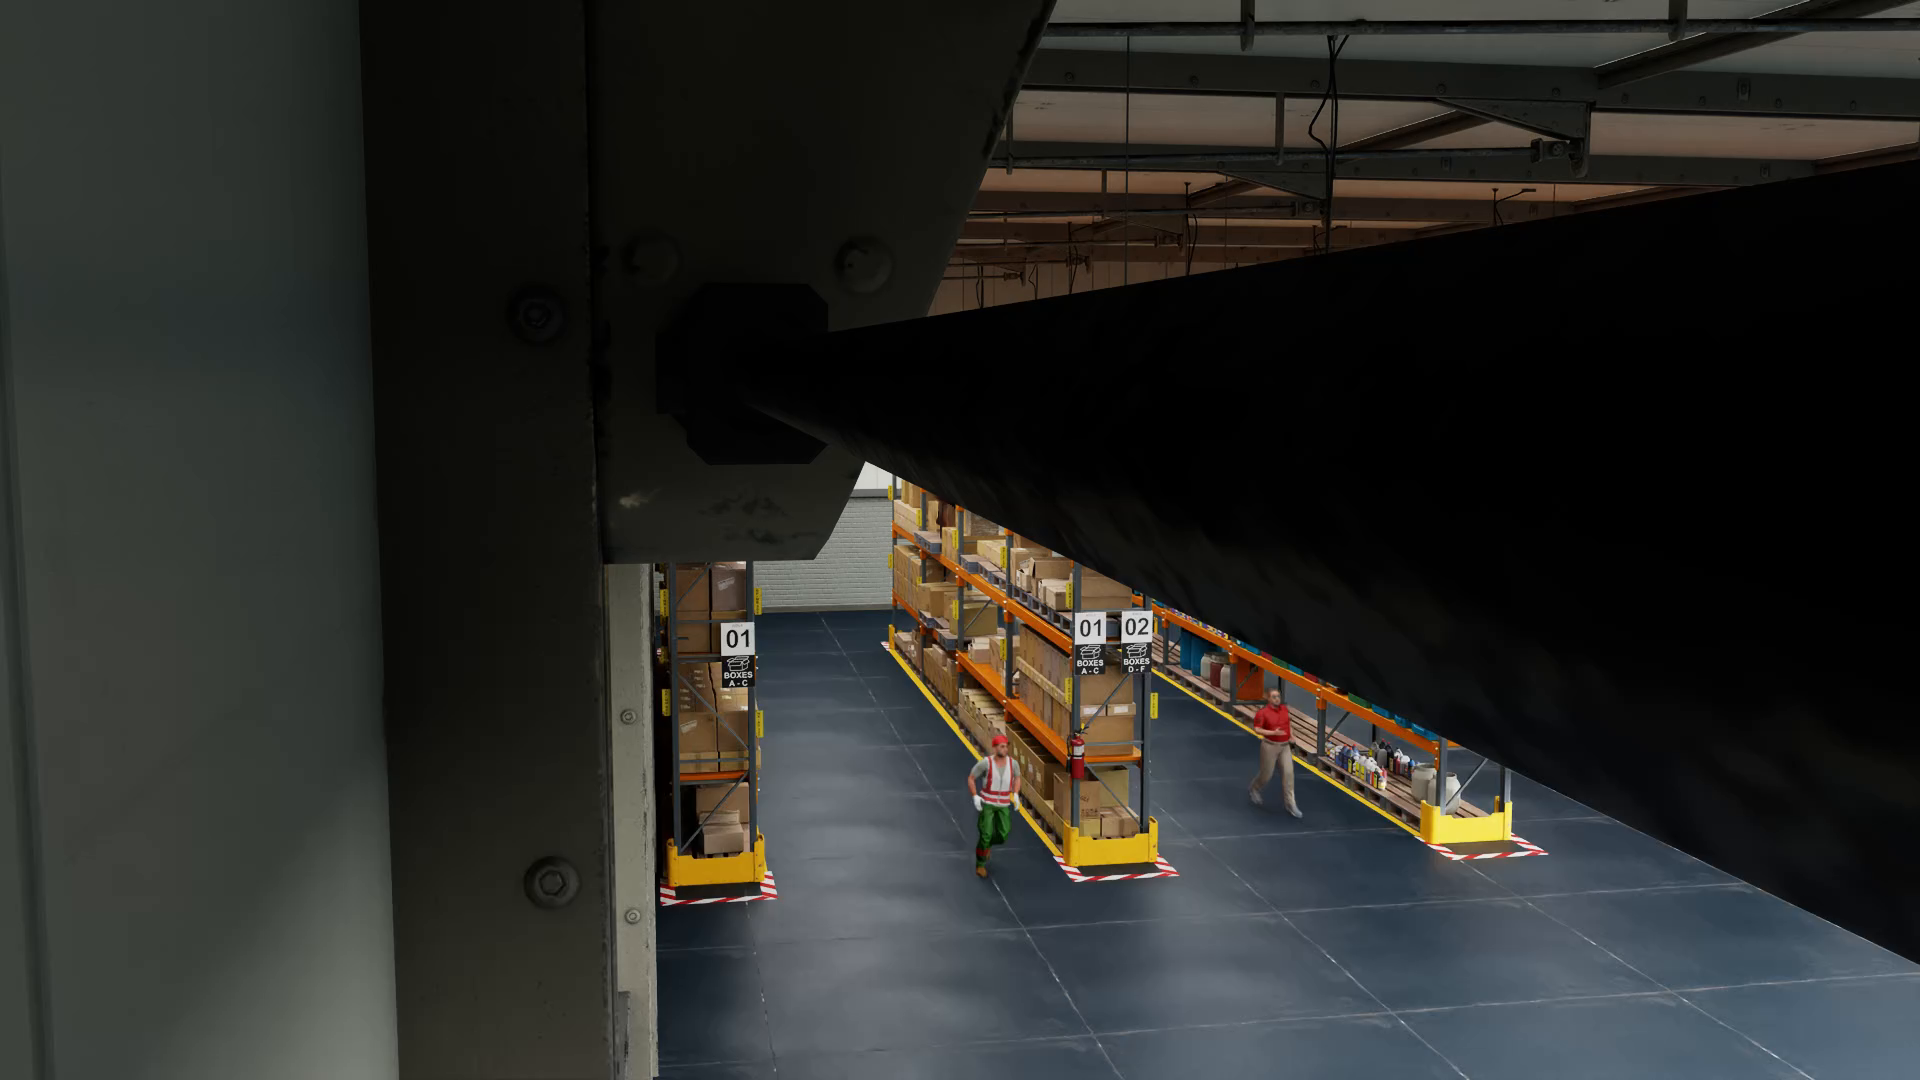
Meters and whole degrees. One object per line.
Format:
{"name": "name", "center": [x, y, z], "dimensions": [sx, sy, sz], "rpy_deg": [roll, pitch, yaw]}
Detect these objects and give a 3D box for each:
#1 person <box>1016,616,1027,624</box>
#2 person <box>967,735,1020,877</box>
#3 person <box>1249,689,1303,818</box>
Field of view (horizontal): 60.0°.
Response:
{"name": "person", "center": [1.424, 1.696, 34.906], "dimensions": [0.571, 1.698, 0.927], "rpy_deg": [-3, 7, -25]}
{"name": "person", "center": [0.441, 3.265, 20.569], "dimensions": [0.714, 1.732, 0.562], "rpy_deg": [-2, 6, -16]}
{"name": "person", "center": [4.440, 2.946, 23.322], "dimensions": [0.671, 1.708, 1.036], "rpy_deg": [-2, 7, -20]}
